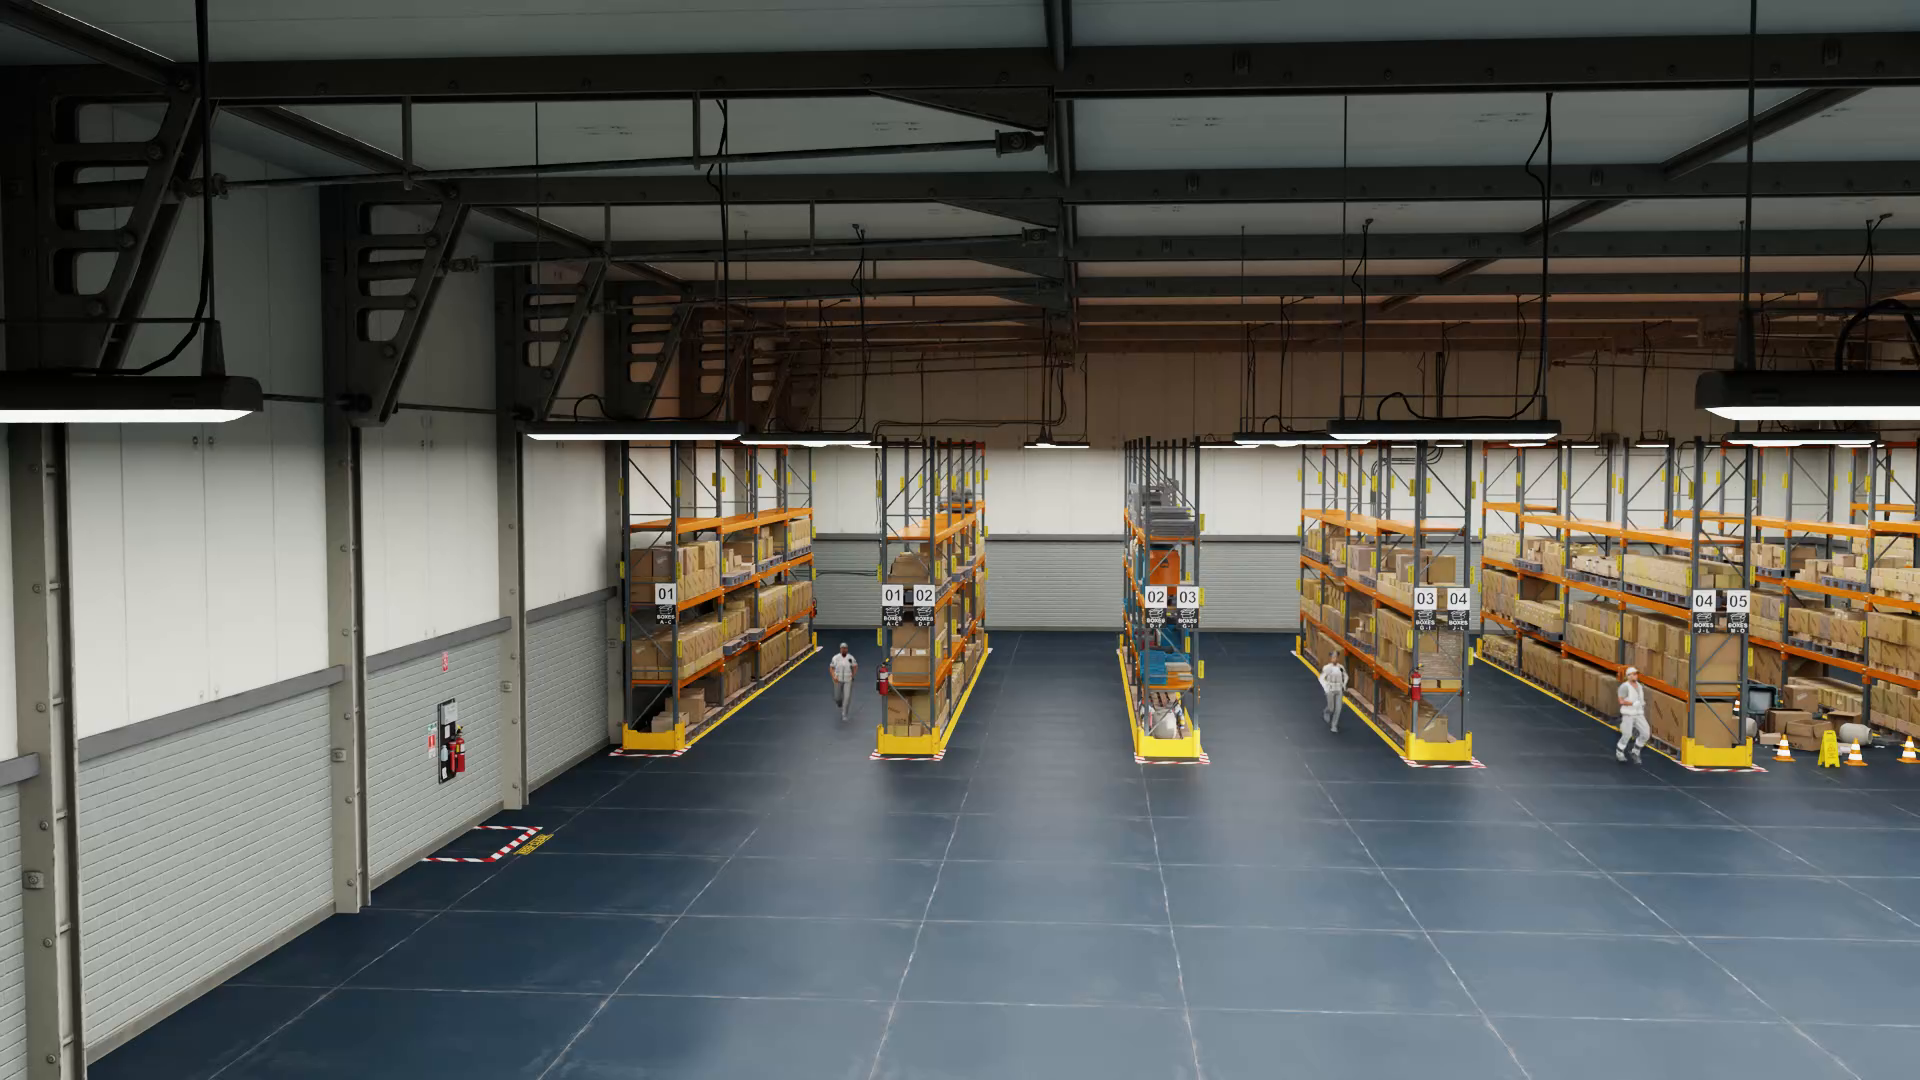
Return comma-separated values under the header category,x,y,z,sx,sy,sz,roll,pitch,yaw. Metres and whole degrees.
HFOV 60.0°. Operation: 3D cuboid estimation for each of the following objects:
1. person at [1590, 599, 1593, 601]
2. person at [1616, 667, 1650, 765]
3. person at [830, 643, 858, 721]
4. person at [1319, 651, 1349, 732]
category,x,y,z,sx,sy,sz,roll,pitch,yaw
person,16.732,2.446,43.984,0.661,1.769,0.993,0,3,-4
person,12.267,3.212,30.314,0.642,1.797,0.688,-1,3,-17
person,-2.488,3.028,35.629,0.605,1.643,0.814,0,3,0
person,7.659,3.077,34.013,0.616,1.654,0.652,0,3,-1
